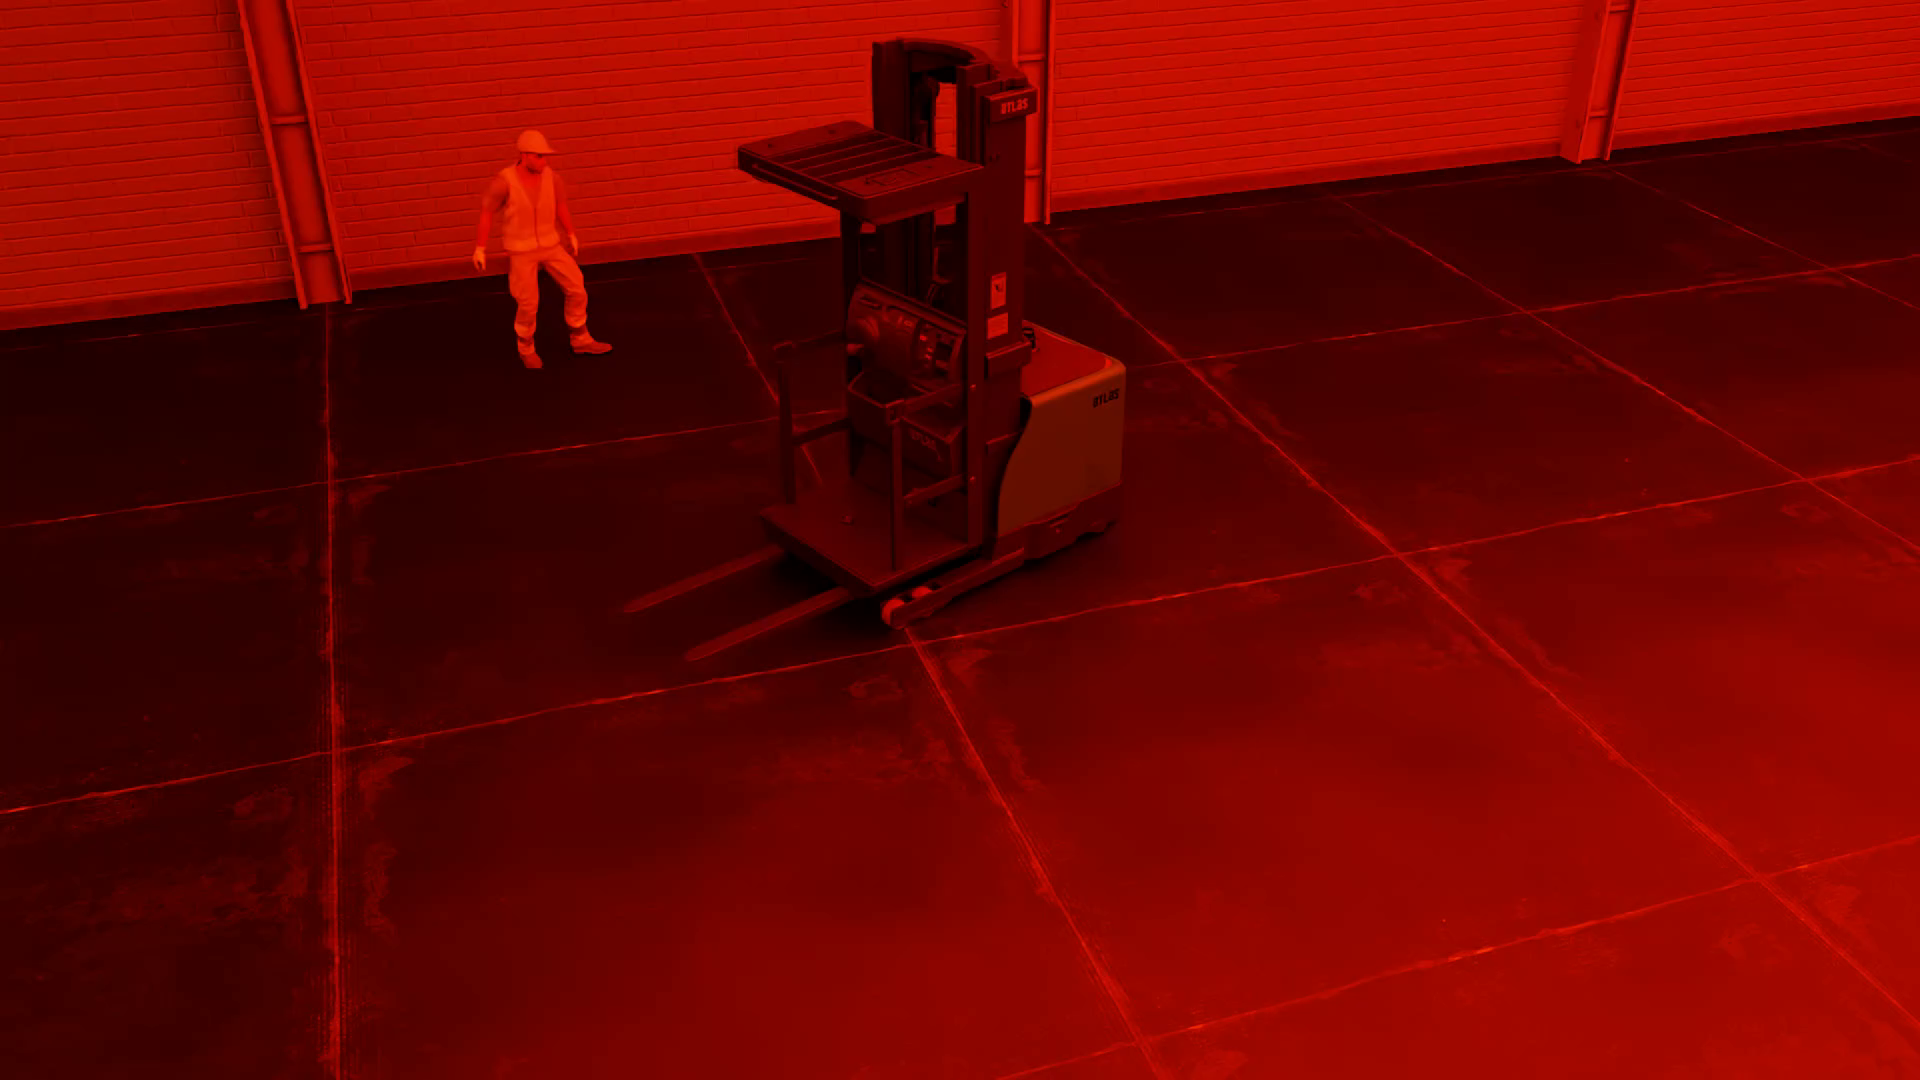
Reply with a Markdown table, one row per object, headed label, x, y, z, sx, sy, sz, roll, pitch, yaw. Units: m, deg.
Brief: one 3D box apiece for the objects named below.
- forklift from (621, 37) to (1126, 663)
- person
| label | x | y | z | sx | sy | sz | roll | pitch | yaw |
| --- | --- | --- | --- | --- | --- | --- | --- | --- | --- |
| forklift | -0.461 | -1.072 | 8.951 | 3.031 | 2.935 | 1.130 | -23 | 37 | -34 |
| person | -3.022 | -2.074 | 11.895 | 0.877 | 1.747 | 0.452 | -20 | 35 | -31 |
